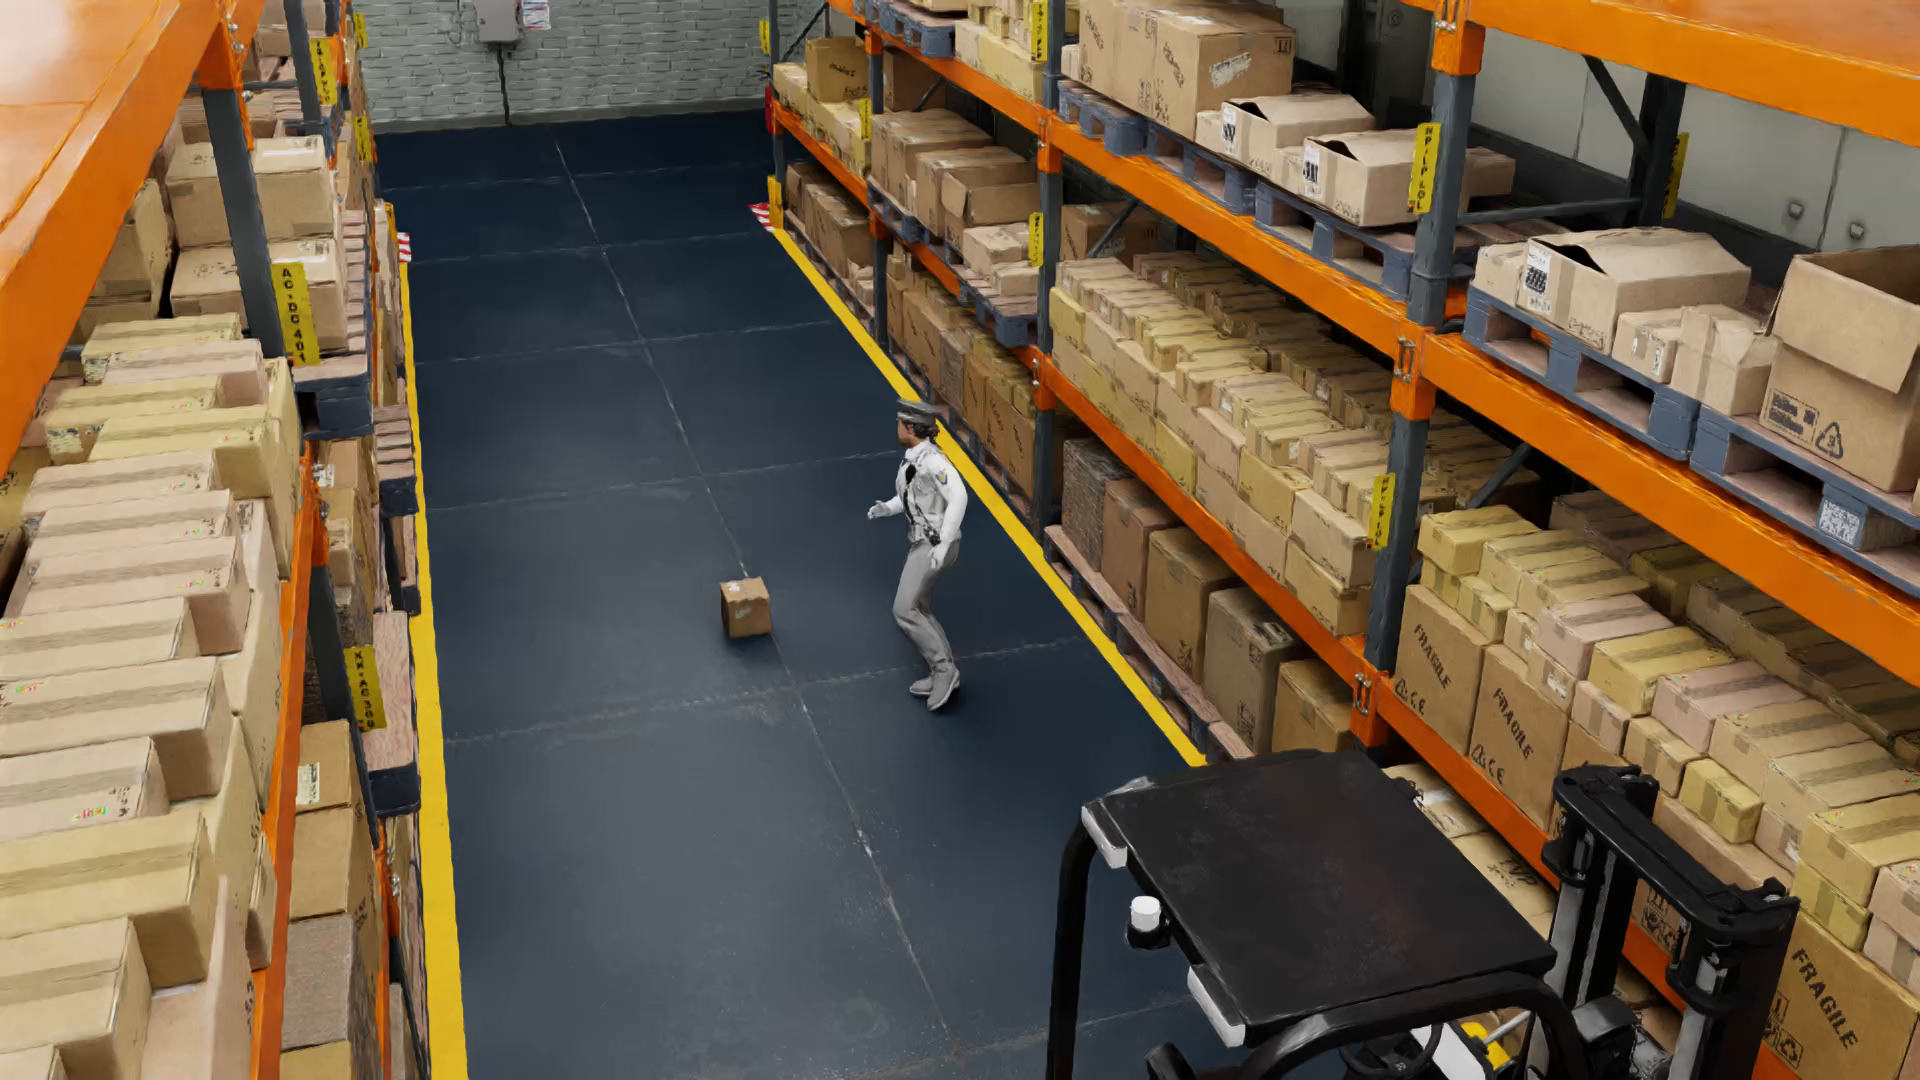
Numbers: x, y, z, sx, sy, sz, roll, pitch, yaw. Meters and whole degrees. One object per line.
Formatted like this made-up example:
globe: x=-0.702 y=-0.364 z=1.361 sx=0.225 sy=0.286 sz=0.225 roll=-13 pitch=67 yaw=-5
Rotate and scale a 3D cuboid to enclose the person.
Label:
person: x=-0.227 y=0.063 z=9.095 sx=0.525 sy=1.557 sz=0.859 roll=-6 pitch=27 yaw=-12
